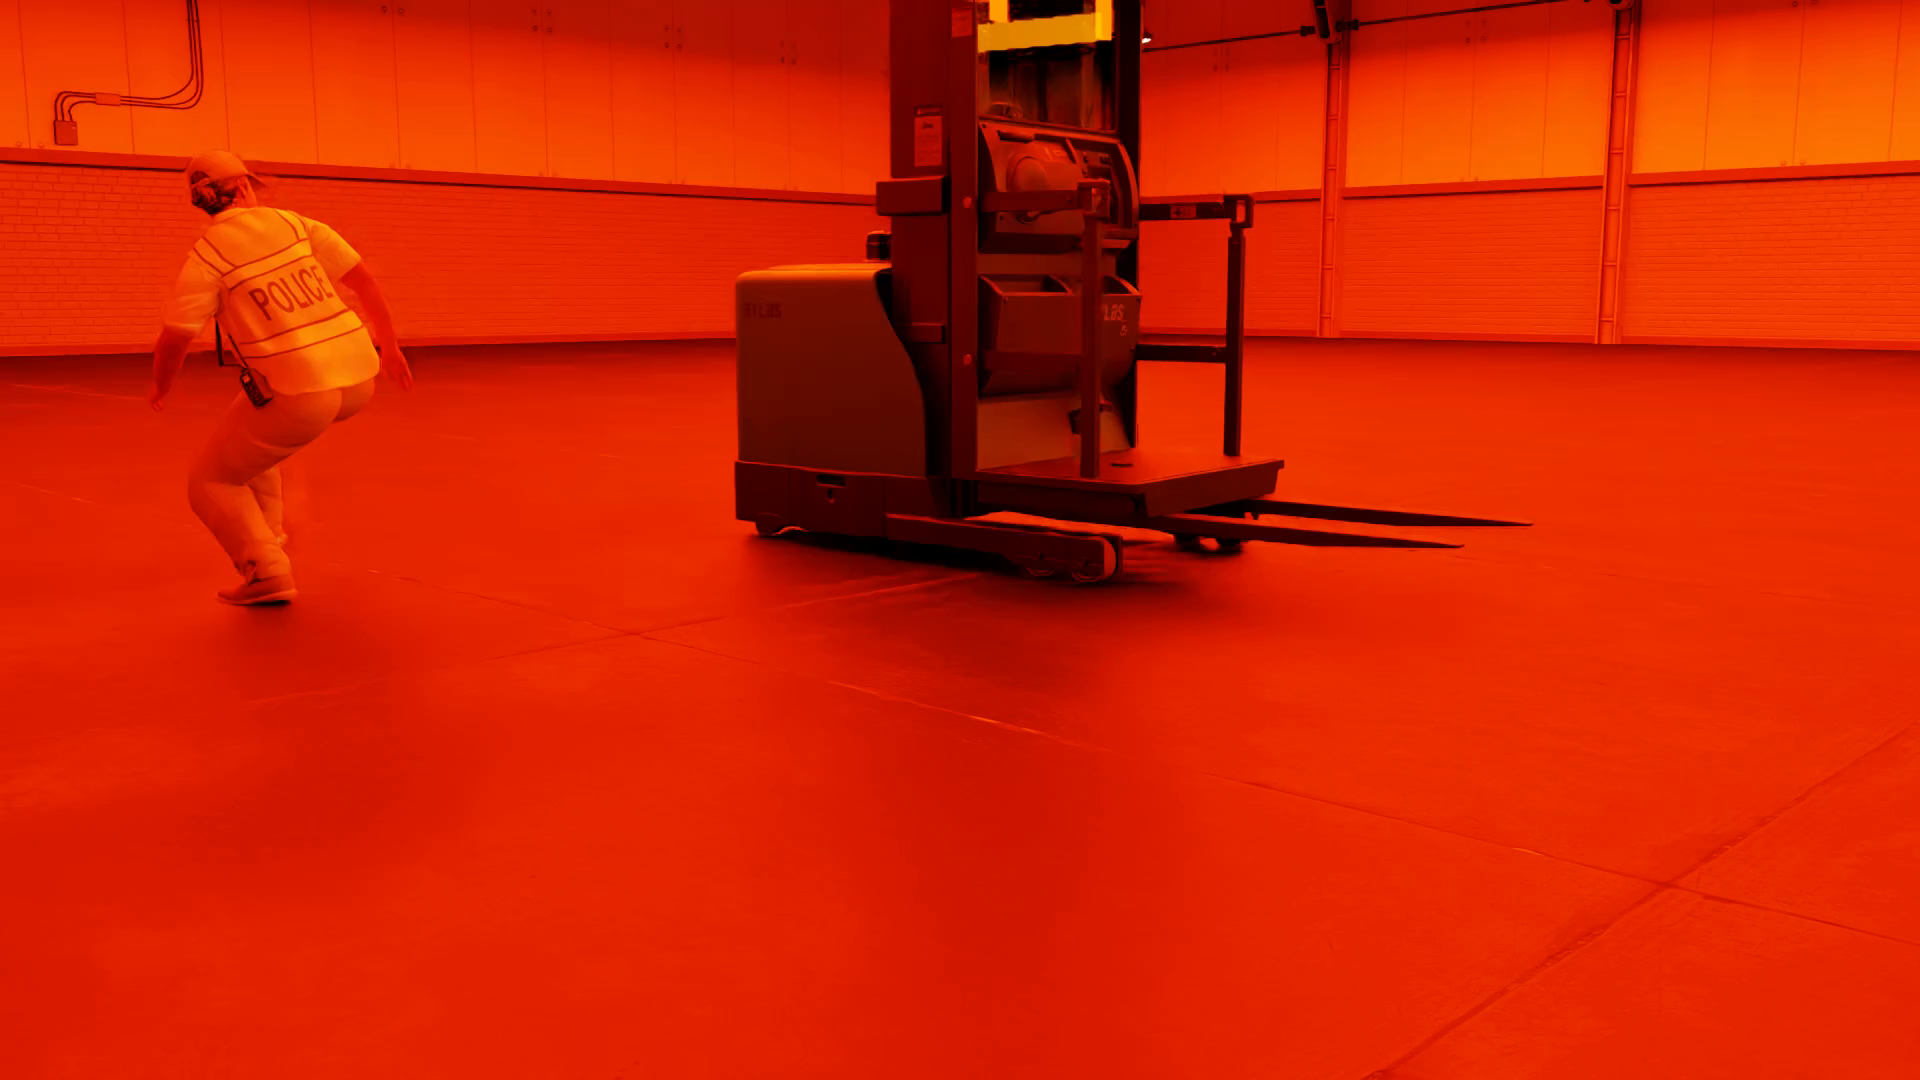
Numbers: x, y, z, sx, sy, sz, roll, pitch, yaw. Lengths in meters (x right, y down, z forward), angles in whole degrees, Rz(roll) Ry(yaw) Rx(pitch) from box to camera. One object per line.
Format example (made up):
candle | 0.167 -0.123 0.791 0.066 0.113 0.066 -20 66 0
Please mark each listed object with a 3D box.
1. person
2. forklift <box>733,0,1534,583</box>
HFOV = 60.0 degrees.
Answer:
person | -2.303 -0.541 5.534 0.718 1.463 0.708 4 9 25
forklift | 0.544 -1.388 6.093 3.031 2.935 1.130 7 11 38
